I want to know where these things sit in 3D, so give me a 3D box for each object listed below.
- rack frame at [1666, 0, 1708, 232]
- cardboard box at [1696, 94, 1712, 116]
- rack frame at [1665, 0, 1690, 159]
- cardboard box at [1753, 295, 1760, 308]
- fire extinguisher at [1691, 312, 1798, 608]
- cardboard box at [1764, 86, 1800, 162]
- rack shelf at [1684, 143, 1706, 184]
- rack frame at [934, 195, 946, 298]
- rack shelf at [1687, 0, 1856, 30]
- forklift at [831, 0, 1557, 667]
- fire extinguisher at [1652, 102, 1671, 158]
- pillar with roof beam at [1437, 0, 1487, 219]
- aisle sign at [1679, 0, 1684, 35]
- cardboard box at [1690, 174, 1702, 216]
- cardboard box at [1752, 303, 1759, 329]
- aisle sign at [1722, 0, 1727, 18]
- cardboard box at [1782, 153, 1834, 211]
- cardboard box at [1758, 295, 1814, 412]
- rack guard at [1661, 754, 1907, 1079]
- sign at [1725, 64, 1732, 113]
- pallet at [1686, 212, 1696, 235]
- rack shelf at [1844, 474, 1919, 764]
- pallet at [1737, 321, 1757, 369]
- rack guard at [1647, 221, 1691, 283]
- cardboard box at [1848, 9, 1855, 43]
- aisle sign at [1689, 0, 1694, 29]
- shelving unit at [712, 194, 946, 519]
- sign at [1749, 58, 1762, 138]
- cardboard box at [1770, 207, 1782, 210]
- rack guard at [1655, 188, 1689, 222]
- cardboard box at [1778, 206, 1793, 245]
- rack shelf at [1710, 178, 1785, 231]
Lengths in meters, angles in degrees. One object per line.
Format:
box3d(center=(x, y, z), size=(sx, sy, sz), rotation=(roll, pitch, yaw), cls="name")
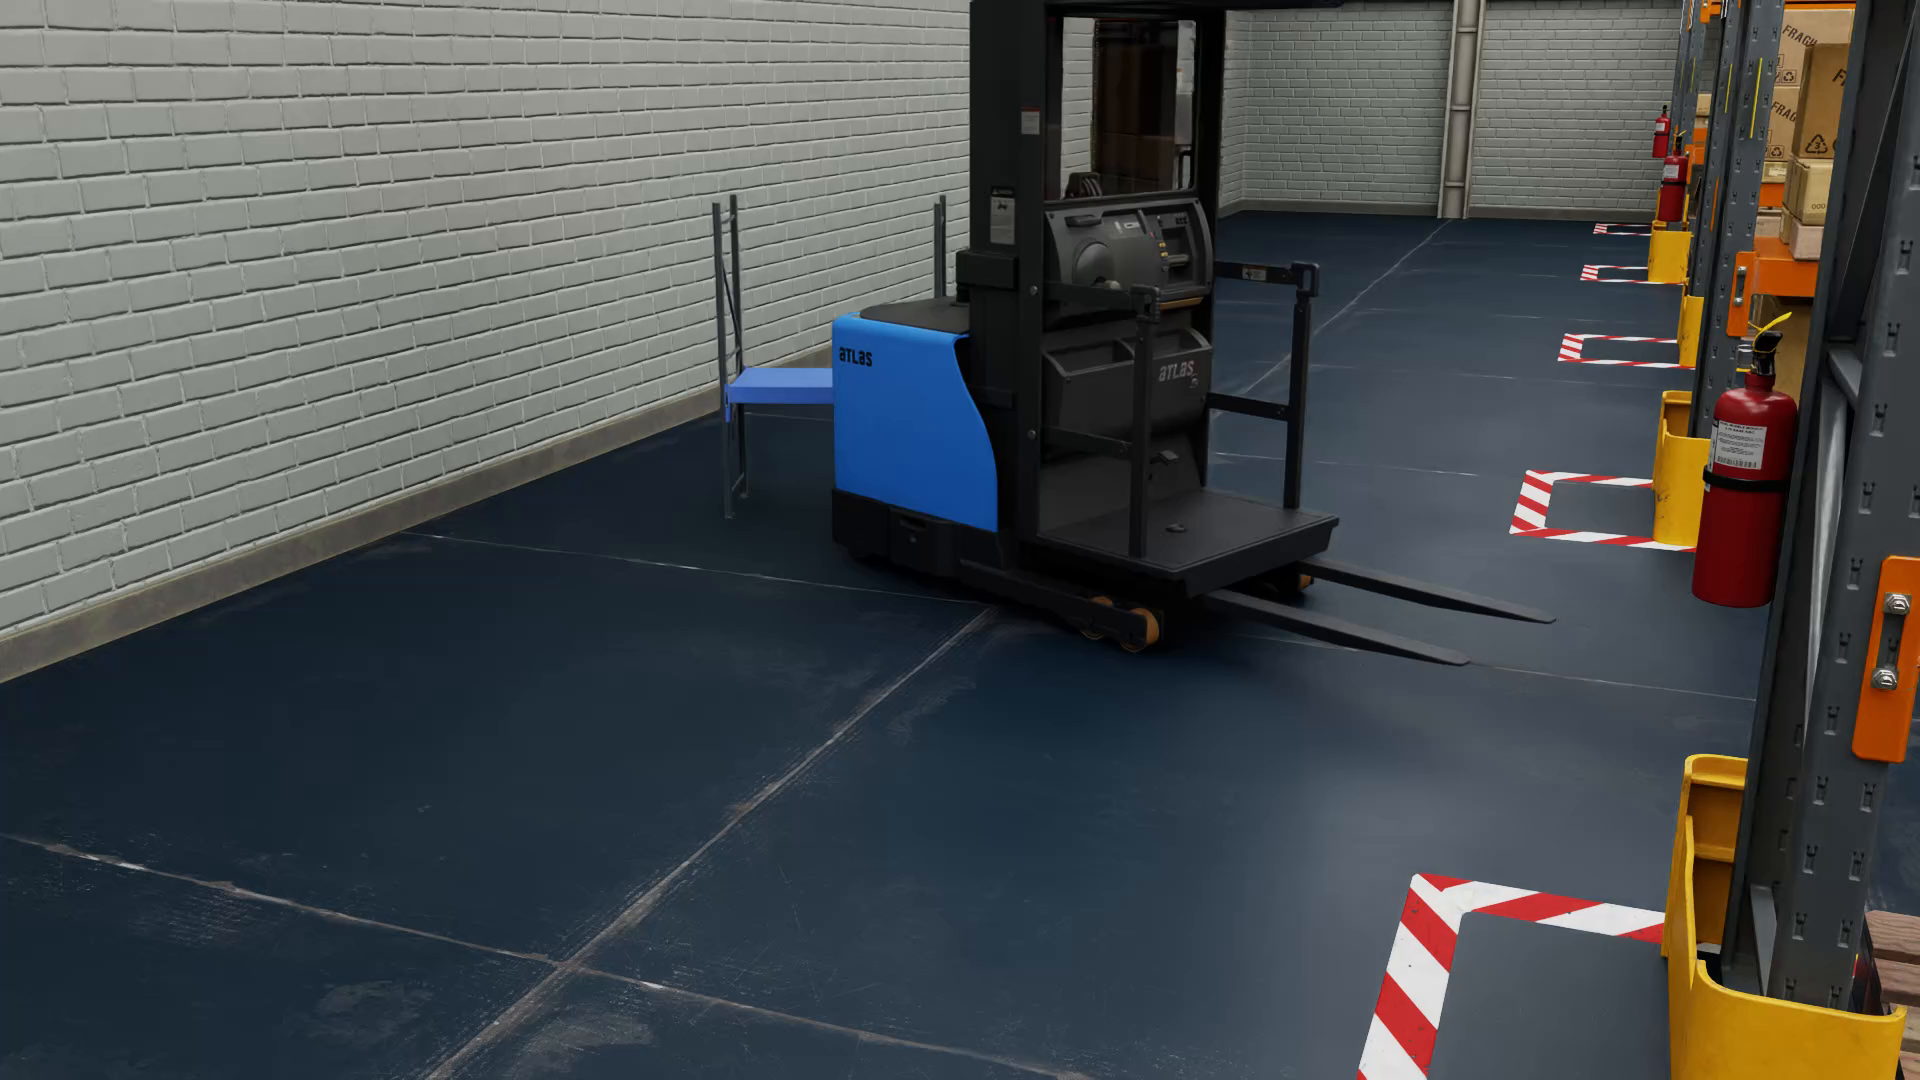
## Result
box3d(center=(7.211, -4.128, 16.512), size=(0.127, 3.000, 1.000), rotation=(6, 17, 21), cls="rack frame")
box3d(center=(9.352, -5.370, 20.527), size=(0.500, 0.250, 0.500), rotation=(6, 17, 21), cls="cardboard box")
box3d(center=(9.029, -5.416, 20.948), size=(0.127, 3.000, 1.000), rotation=(6, 17, 21), cls="rack frame")
box3d(center=(6.084, -1.829, 12.421), size=(0.250, 0.149, 0.380), rotation=(6, 17, 19), cls="cardboard box")
box3d(center=(1.784, -0.190, 3.756), size=(0.183, 0.674, 0.296), rotation=(6, 17, 21), cls="fire extinguisher")
box3d(center=(5.805, -2.907, 11.594), size=(0.500, 0.500, 0.500), rotation=(7, 18, 23), cls="cardboard box")
box3d(center=(9.071, -3.578, 15.908), size=(4.000, 0.370, 1.077), rotation=(6, 17, 21), cls="rack shelf")
box3d(center=(-0.092, -0.879, 8.010), size=(0.032, 1.500, 0.500), rotation=(1, 16, 2), cls="rack frame")
box3d(center=(10.889, -6.306, 19.925), size=(4.000, 0.370, 1.077), rotation=(6, 17, 21), cls="rack shelf")
box3d(center=(0.823, -1.149, 6.373), size=(1.130, 2.935, 3.031), rotation=(-15, 22, -42), cls="forklift")
box3d(center=(8.722, -5.095, 20.650), size=(0.183, 0.674, 0.296), rotation=(6, 17, 21), cls="fire extinguisher")
box3d(center=(5.272, -7.690, 18.021), size=(0.400, 9.000, 9.100), rotation=(6, 17, 21), cls="pillar with roof beam")
box3d(center=(8.857, -6.595, 20.347), size=(0.004, 0.787, 0.394), rotation=(6, 17, 21), cls="aisle sign")
box3d(center=(9.563, -4.331, 20.937), size=(0.637, 0.503, 0.797), rotation=(6, 17, 18), cls="cardboard box")
box3d(center=(6.055, -1.667, 12.394), size=(0.250, 0.149, 0.380), rotation=(7, 17, 22), cls="cardboard box")
box3d(center=(5.311, -4.012, 11.450), size=(0.004, 0.787, 0.394), rotation=(6, 17, 21), cls="aisle sign")
box3d(center=(4.123, -1.648, 7.705), size=(0.500, 0.250, 0.500), rotation=(6, 17, 20), cls="cardboard box")
box3d(center=(4.199, -0.694, 7.743), size=(0.875, 0.875, 0.875), rotation=(6, 17, 21), cls="cardboard box")
box3d(center=(1.730, 0.928, 3.580), size=(0.348, 0.500, 1.175), rotation=(6, 17, 21), cls="rack guard")
box3d(center=(5.290, -3.109, 11.449), size=(0.005, 0.325, 0.100), rotation=(6, 17, 21), cls="sign")
box3d(center=(9.841, -3.987, 21.030), size=(1.213, 0.211, 1.003), rotation=(6, 17, 21), cls="pallet")
box3d(center=(3.618, 0.277, 2.630), size=(4.000, 0.370, 1.077), rotation=(6, 17, 21), cls="rack shelf")
box3d(center=(6.302, -1.395, 12.099), size=(1.213, 0.211, 1.003), rotation=(6, 17, 21), cls="pallet")
box3d(center=(7.188, -2.930, 16.869), size=(0.348, 0.500, 1.175), rotation=(6, 17, 21), cls="rack guard")
box3d(center=(6.281, -3.340, 11.292), size=(0.500, 0.500, 0.500), rotation=(7, 18, 22), cls="cardboard box")
box3d(center=(7.037, -5.308, 15.916), size=(0.004, 0.787, 0.394), rotation=(6, 17, 21), cls="aisle sign")
box3d(center=(-0.600, -0.884, 8.029), size=(1.048, 1.500, 0.538), rotation=(1, 16, 2), cls="shelving unit")
box3d(center=(3.365, -1.868, 7.034), size=(0.005, 0.325, 0.100), rotation=(6, 17, 21), cls="sign")
box3d(center=(10.344, -4.232, 20.602), size=(0.500, 0.500, 0.700), rotation=(7, 18, 23), cls="cardboard box")
box3d(center=(9.099, -4.207, 21.270), size=(0.348, 0.500, 1.175), rotation=(6, 17, 21), cls="rack guard")
box3d(center=(4.027, -1.486, 7.863), size=(0.250, 0.149, 0.380), rotation=(7, 17, 22), cls="cardboard box")
box3d(center=(7.349, -2.284, 11.450), size=(4.000, 0.370, 1.077), rotation=(6, 17, 21), cls="rack shelf")
